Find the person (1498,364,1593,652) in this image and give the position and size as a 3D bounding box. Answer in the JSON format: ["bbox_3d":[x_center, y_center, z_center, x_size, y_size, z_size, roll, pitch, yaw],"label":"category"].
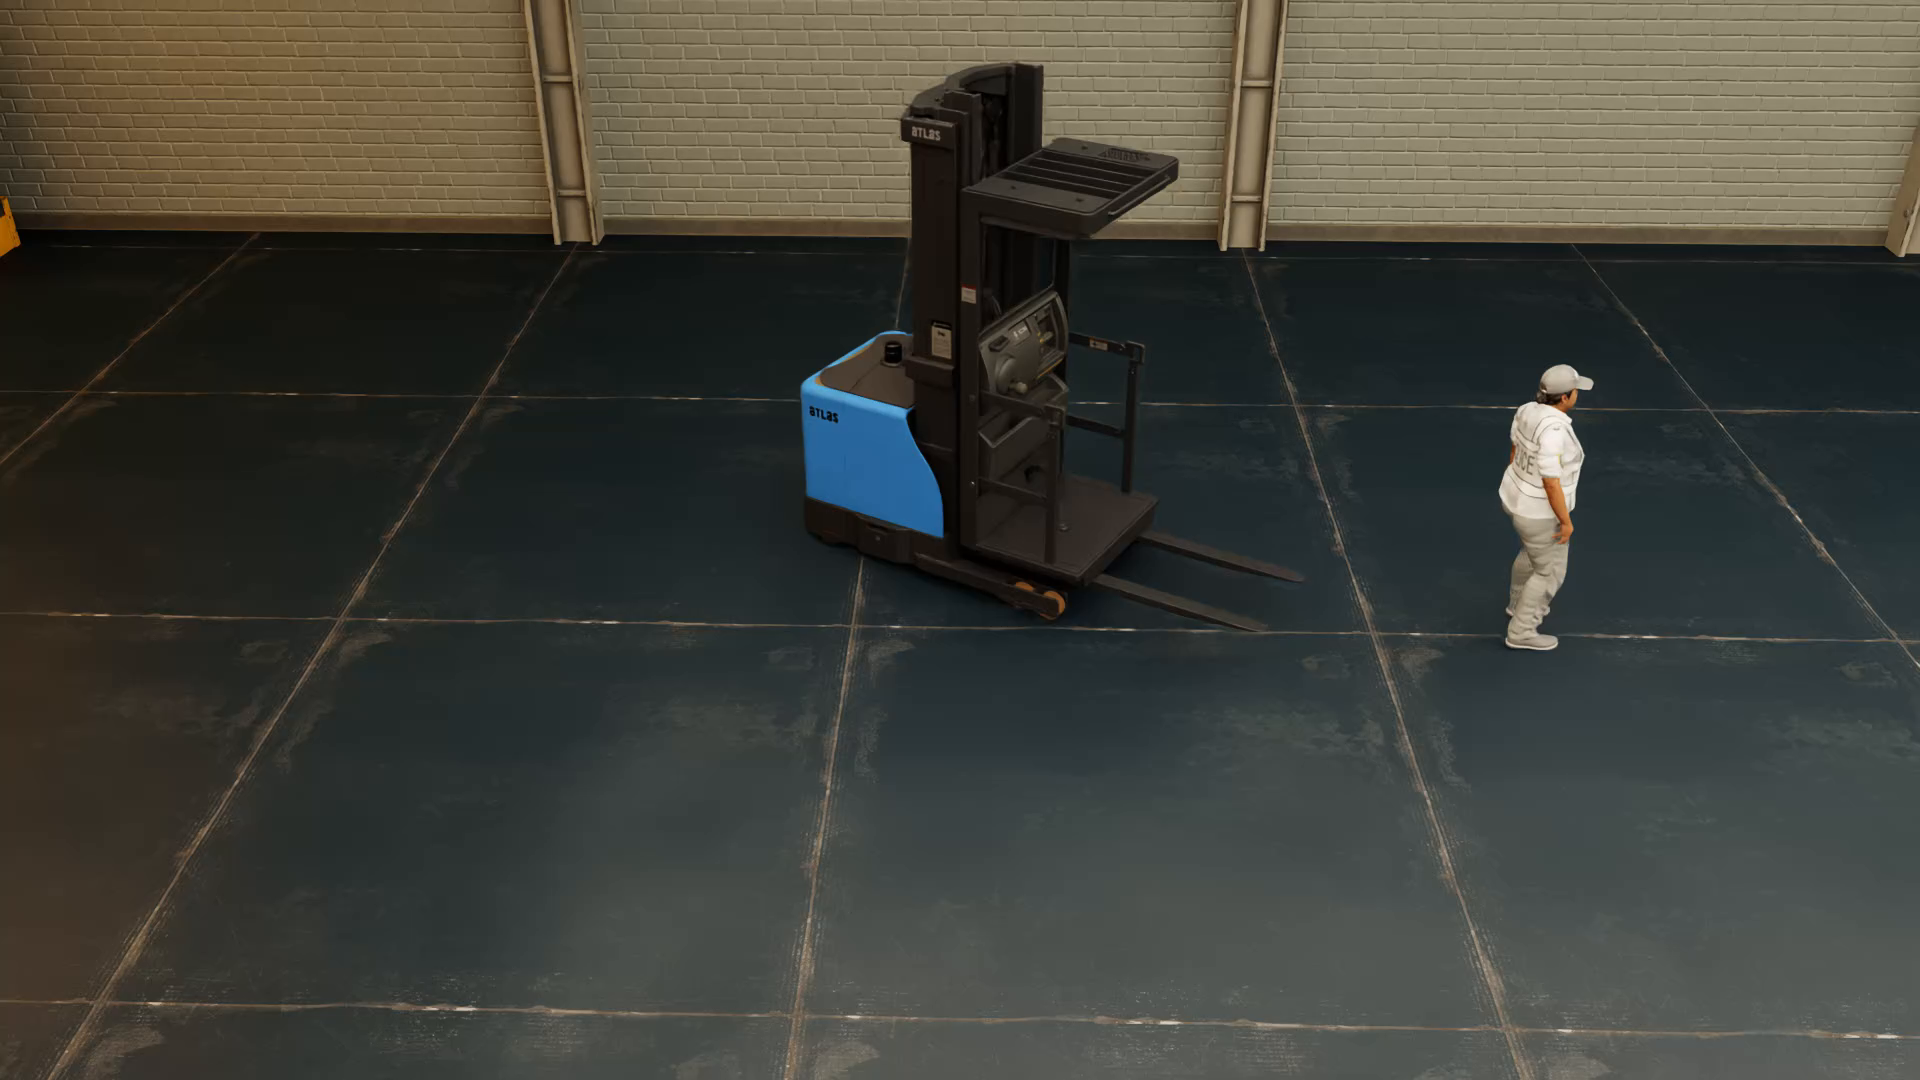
[{"bbox_3d":[3.248,-0.177,9.203,0.494,1.696,0.555,-2,31,-3],"label":"person"}]

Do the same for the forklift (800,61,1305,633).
[{"bbox_3d":[0.547,-1.106,9.490,3.031,2.935,1.130,17,35,27],"label":"forklift"}]
